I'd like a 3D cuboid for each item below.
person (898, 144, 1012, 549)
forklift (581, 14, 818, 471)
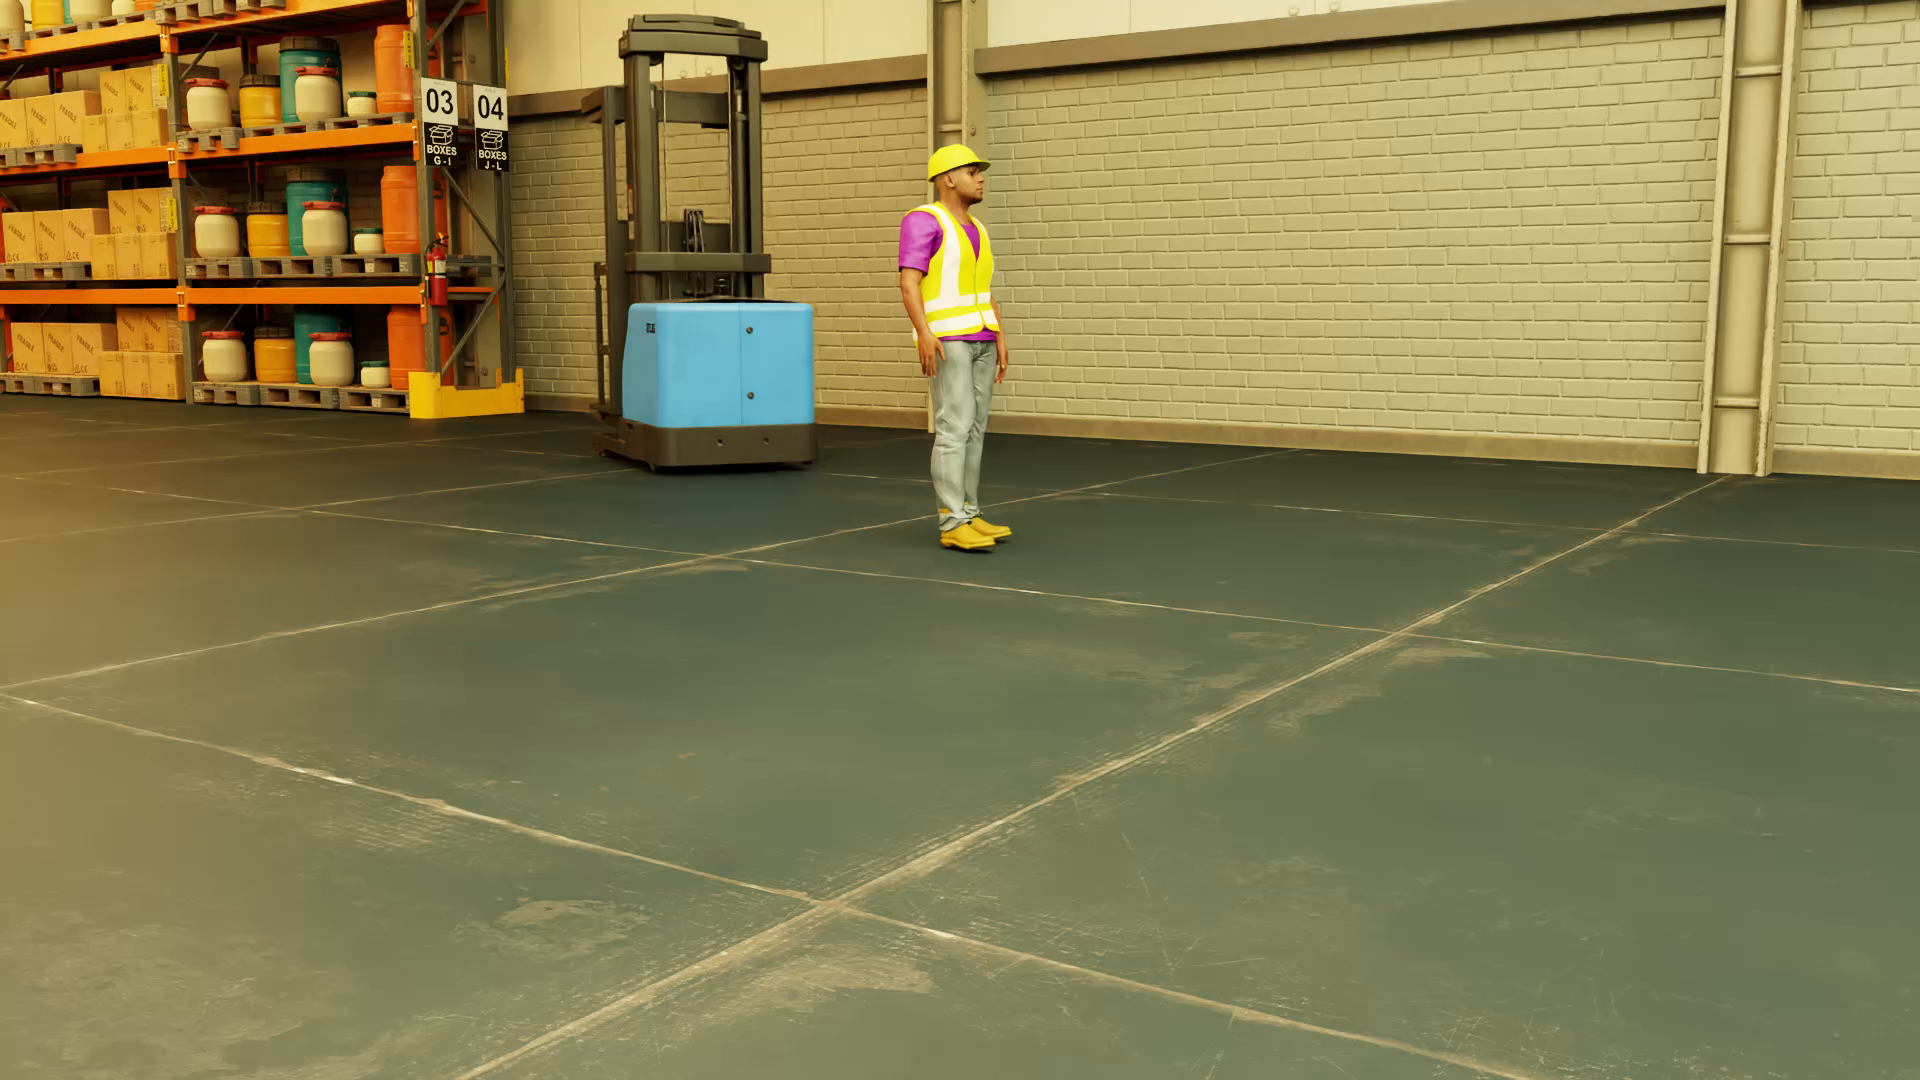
[{"bbox_3d":[0.055,-0.875,7.435,0.575,1.768,0.666,5,10,34],"label":"person"},{"bbox_3d":[-1.988,-2.054,11.634,1.130,2.935,3.031,-4,9,-24],"label":"forklift"}]
